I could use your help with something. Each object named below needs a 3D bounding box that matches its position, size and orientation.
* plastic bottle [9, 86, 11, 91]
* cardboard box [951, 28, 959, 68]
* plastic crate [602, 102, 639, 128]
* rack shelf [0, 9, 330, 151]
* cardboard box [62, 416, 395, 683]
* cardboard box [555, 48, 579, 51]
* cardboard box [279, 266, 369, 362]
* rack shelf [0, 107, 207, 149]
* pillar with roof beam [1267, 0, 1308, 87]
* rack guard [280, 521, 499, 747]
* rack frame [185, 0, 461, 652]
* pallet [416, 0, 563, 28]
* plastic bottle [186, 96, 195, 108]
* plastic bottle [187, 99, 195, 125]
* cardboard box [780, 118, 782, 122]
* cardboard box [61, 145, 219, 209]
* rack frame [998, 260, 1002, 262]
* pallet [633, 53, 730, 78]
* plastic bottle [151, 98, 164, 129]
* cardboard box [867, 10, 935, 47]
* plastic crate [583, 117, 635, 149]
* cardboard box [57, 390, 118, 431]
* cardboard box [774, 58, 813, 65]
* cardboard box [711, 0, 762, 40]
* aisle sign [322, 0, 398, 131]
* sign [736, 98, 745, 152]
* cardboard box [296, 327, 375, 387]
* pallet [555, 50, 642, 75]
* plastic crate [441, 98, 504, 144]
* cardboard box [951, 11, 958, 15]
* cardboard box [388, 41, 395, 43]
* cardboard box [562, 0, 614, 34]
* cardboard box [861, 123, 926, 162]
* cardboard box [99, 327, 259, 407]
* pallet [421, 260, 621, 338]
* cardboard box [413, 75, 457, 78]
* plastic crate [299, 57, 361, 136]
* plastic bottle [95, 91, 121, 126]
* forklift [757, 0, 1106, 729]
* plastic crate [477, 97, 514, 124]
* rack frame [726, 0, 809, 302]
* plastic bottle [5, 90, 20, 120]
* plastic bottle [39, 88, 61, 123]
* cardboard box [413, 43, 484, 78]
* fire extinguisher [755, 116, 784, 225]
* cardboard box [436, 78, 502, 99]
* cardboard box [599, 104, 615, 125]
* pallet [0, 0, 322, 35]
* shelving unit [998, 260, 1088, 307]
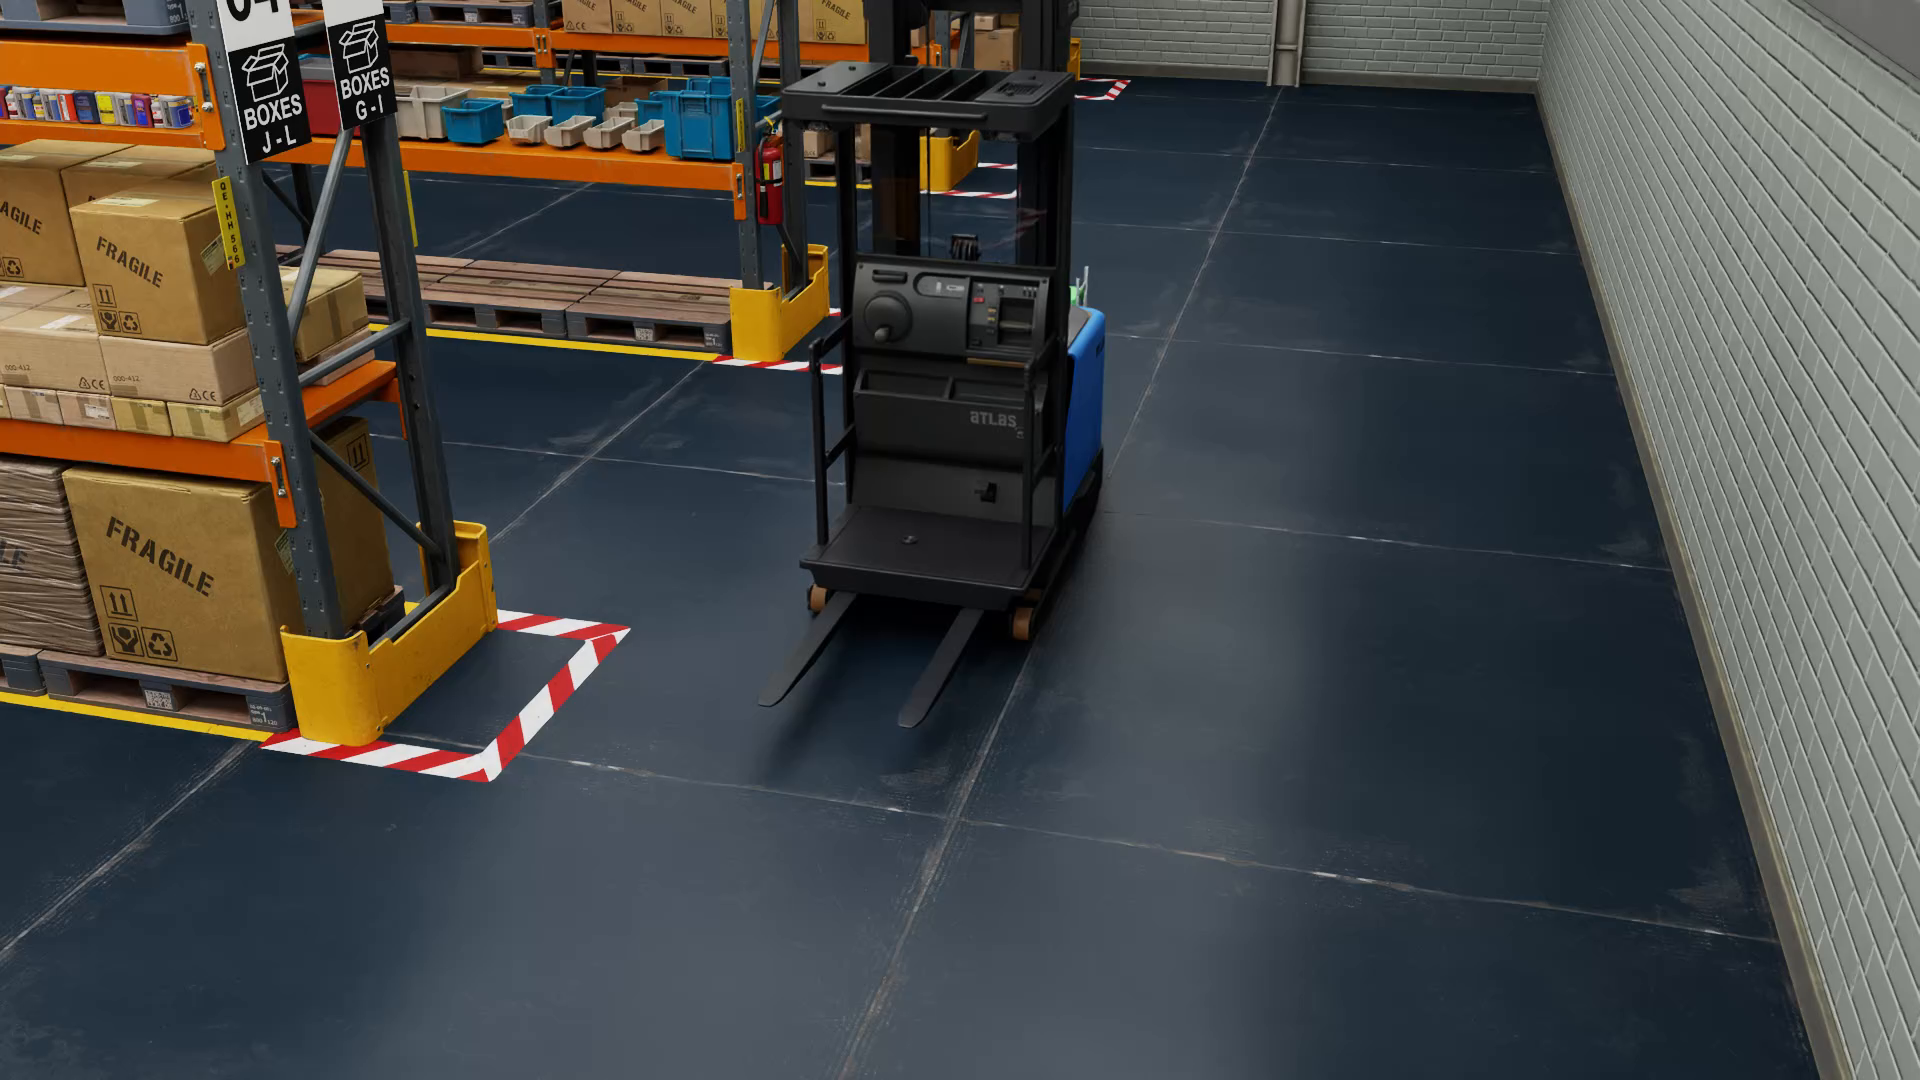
[{"bbox_3d":[-7.424,-3.627,13.015,0.133,0.283,0.061,6,26,13],"label":"plastic bottle"},{"bbox_3d":[-0.001,-6.084,20.459,0.500,0.500,0.700,6,26,13],"label":"cardboard box"},{"bbox_3d":[-2.385,-3.025,11.850,0.298,0.136,0.250,6,26,13],"label":"plastic crate"},{"bbox_3d":[-4.452,-1.993,6.795,4.000,0.370,1.077,6,26,13],"label":"rack shelf"},{"bbox_3d":[-3.155,-0.015,7.275,0.875,0.875,0.875,6,26,13],"label":"cardboard box"},{"bbox_3d":[-5.036,-6.782,21.517,0.750,0.750,0.750,6,26,13],"label":"cardboard box"},{"bbox_3d":[-2.913,-0.980,7.147,0.500,0.250,0.500,6,26,12],"label":"cardboard box"},{"bbox_3d":[-7.092,-3.129,12.670,4.000,0.370,1.077,6,26,13],"label":"rack shelf"},{"bbox_3d":[2.944,-7.924,14.924,0.400,9.000,9.100,6,26,13],"label":"pillar with roof beam"},{"bbox_3d":[-2.492,0.382,7.367,0.348,0.500,1.175,6,26,13],"label":"rack guard"},{"bbox_3d":[-2.515,-0.750,6.835,0.127,3.000,1.000,6,26,13],"label":"rack frame"},{"bbox_3d":[-4.665,-5.346,16.713,1.213,0.211,1.003,6,26,13],"label":"pallet"},{"bbox_3d":[-5.863,-3.431,12.612,0.135,0.276,0.152,6,26,13],"label":"plastic bottle"},{"bbox_3d":[-5.604,-3.112,12.028,0.097,0.201,0.097,0,25,0],"label":"plastic bottle"},{"bbox_3d":[-1.469,-4.114,16.588,0.500,0.250,0.500,6,26,13],"label":"cardboard box"},{"bbox_3d":[-3.397,-1.372,7.099,0.500,0.500,0.500,6,26,12],"label":"cardboard box"},{"bbox_3d":[0.192,-0.962,9.374,0.015,1.200,0.240,7,26,14],"label":"rack frame"},{"bbox_3d":[-3.454,-6.156,21.436,1.213,0.211,1.003,6,26,13],"label":"pallet"},{"bbox_3d":[-5.737,-3.059,11.916,0.097,0.201,0.097,0,25,0],"label":"plastic bottle"},{"bbox_3d":[-0.546,-4.853,15.338,0.500,0.500,0.500,7,26,15],"label":"cardboard box"},{"bbox_3d":[-2.393,-2.769,11.313,0.243,0.136,0.396,6,26,13],"label":"plastic crate"},{"bbox_3d":[-3.438,-0.592,6.796,0.250,0.149,0.380,6,26,13],"label":"cardboard box"},{"bbox_3d":[-1.989,-6.303,20.918,0.500,0.500,0.700,7,26,14],"label":"cardboard box"},{"bbox_3d":[-2.019,-5.017,15.682,0.500,0.500,0.500,6,26,12],"label":"cardboard box"},{"bbox_3d":[-2.370,-2.041,6.522,0.004,0.787,0.394,6,26,13],"label":"aisle sign"},{"bbox_3d":[-1.403,-2.655,10.646,0.005,0.325,0.100,6,26,13],"label":"sign"},{"bbox_3d":[-2.777,-0.812,7.257,0.250,0.149,0.380,7,26,14],"label":"cardboard box"},{"bbox_3d":[-4.639,-6.286,21.708,1.213,0.211,1.003,6,26,13],"label":"pallet"},{"bbox_3d":[-3.334,-2.876,11.427,0.300,0.233,0.416,6,26,13],"label":"plastic crate"},{"bbox_3d":[-0.079,-6.474,20.524,0.250,0.149,0.380,7,26,13],"label":"cardboard box"},{"bbox_3d":[-7.272,-6.918,22.187,0.500,0.500,0.700,7,26,14],"label":"cardboard box"},{"bbox_3d":[-3.492,-5.179,16.022,0.500,0.500,0.500,7,26,14],"label":"cardboard box"},{"bbox_3d":[-0.632,-3.899,15.846,0.500,0.500,0.500,6,26,13],"label":"cardboard box"},{"bbox_3d":[-3.050,-0.758,6.680,0.500,0.250,0.500,6,26,12],"label":"cardboard box"},{"bbox_3d":[-3.248,-1.788,12.261,1.213,0.211,1.003,6,26,13],"label":"pallet"},{"bbox_3d":[-5.327,-4.634,17.390,0.500,0.500,0.500,7,26,14],"label":"cardboard box"},{"bbox_3d":[-4.353,-3.096,11.619,0.583,0.464,0.402,6,26,13],"label":"plastic crate"},{"bbox_3d":[-6.127,-3.180,11.997,0.185,0.351,0.144,6,26,13],"label":"plastic bottle"},{"bbox_3d":[-0.101,-1.036,7.516,1.130,2.935,3.031,7,26,14],"label":"forklift"},{"bbox_3d":[-3.394,-3.087,11.981,0.466,0.136,0.293,6,26,13],"label":"plastic crate"},{"bbox_3d":[-1.281,-2.812,11.166,0.127,3.000,1.000,6,26,13],"label":"rack frame"},{"bbox_3d":[-6.934,-3.191,12.194,0.097,0.201,0.097,0,25,0],"label":"plastic bottle"},{"bbox_3d":[-6.590,-3.199,12.124,0.135,0.276,0.152,6,26,13],"label":"plastic bottle"},{"bbox_3d":[-5.294,-4.970,17.224,0.500,0.250,0.500,6,26,13],"label":"cardboard box"},{"bbox_3d":[-1.248,-2.403,10.832,0.183,0.674,0.296,6,26,13],"label":"fire extinguisher"},{"bbox_3d":[-4.944,-4.362,16.818,0.500,0.500,0.500,6,26,13],"label":"cardboard box"},{"bbox_3d":[-3.565,-4.151,16.596,0.500,0.311,0.500,6,26,13],"label":"cardboard box"},{"bbox_3d":[-3.236,-2.139,6.367,1.213,0.211,1.003,6,26,13],"label":"pallet"},{"bbox_3d":[0.427,-0.933,9.314,0.503,1.200,0.258,7,26,14],"label":"shelving unit"}]
